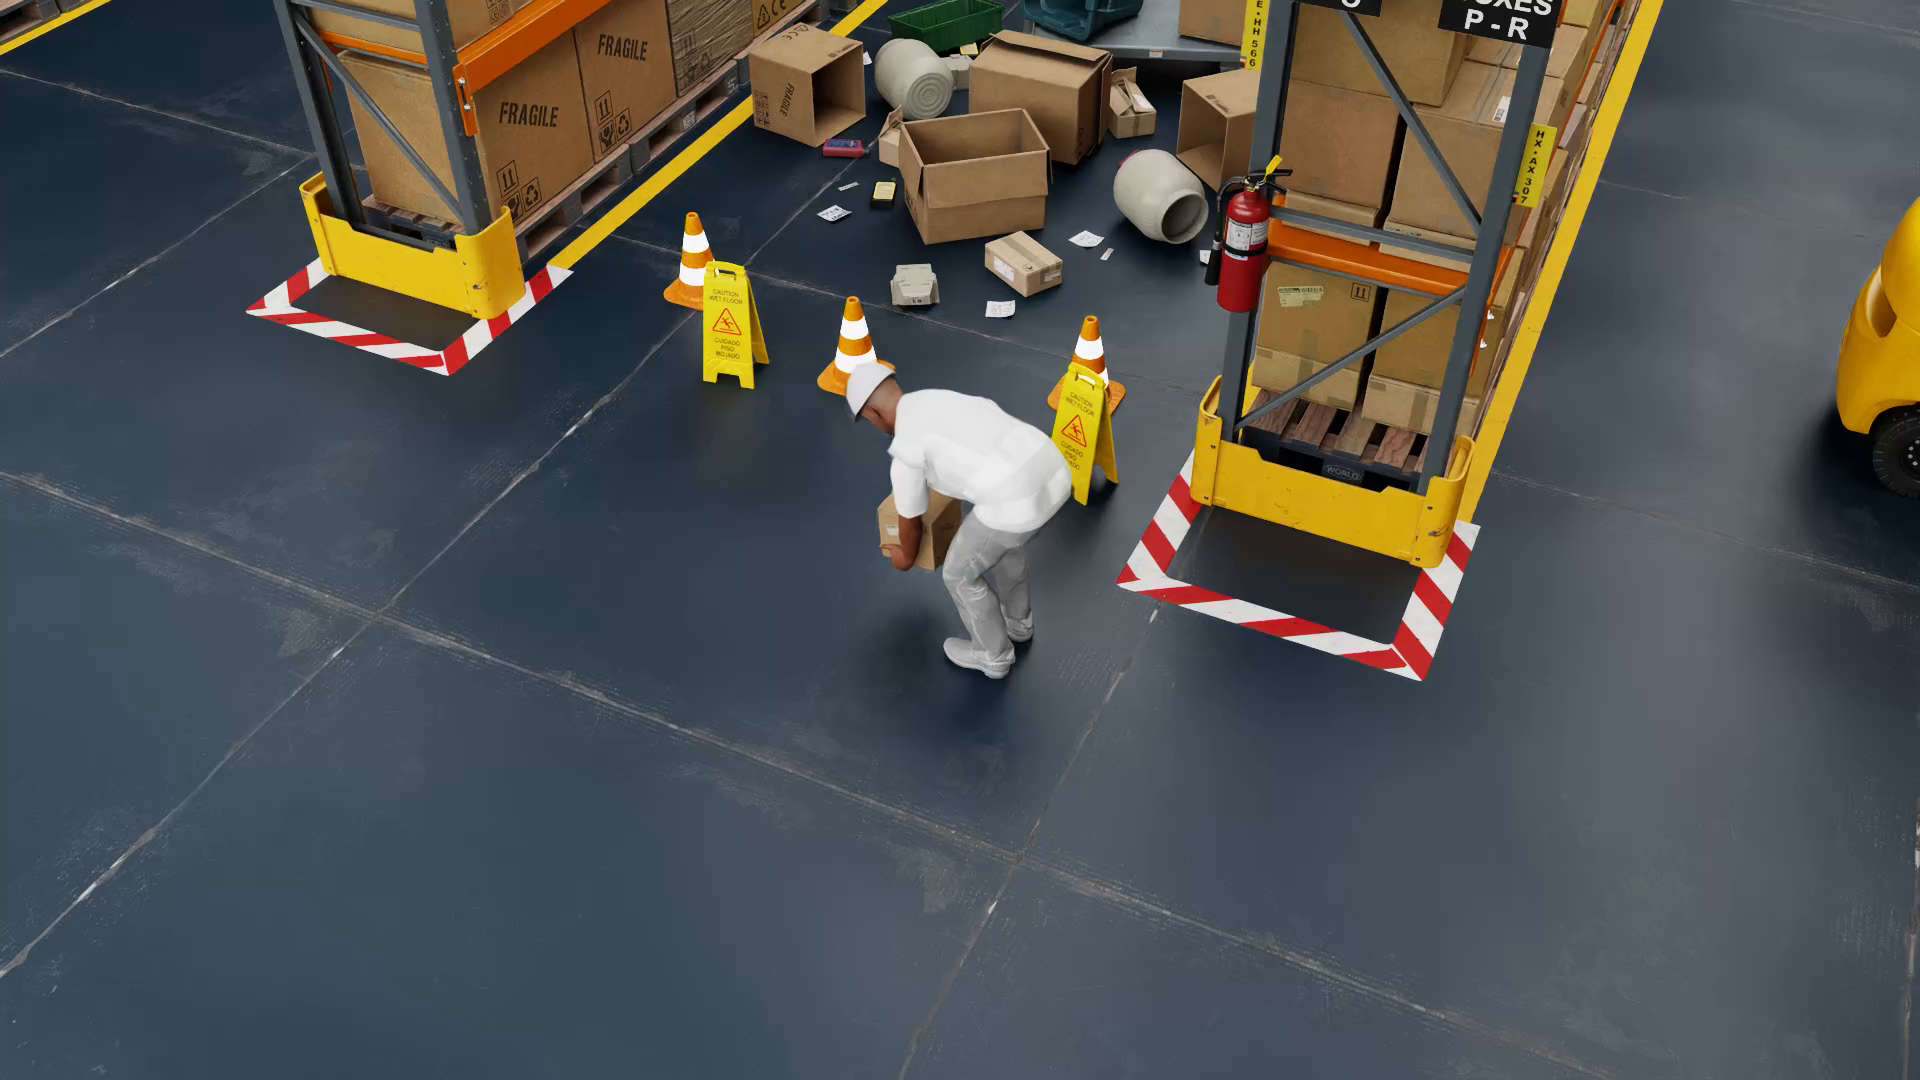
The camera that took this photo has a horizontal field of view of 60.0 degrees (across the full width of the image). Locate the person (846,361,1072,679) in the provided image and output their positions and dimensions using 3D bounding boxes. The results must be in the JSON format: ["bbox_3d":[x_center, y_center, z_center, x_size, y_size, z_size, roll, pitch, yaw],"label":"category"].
[{"bbox_3d":[-0.037,-0.087,6.667,0.967,1.192,0.476,25,47,25],"label":"person"}]
